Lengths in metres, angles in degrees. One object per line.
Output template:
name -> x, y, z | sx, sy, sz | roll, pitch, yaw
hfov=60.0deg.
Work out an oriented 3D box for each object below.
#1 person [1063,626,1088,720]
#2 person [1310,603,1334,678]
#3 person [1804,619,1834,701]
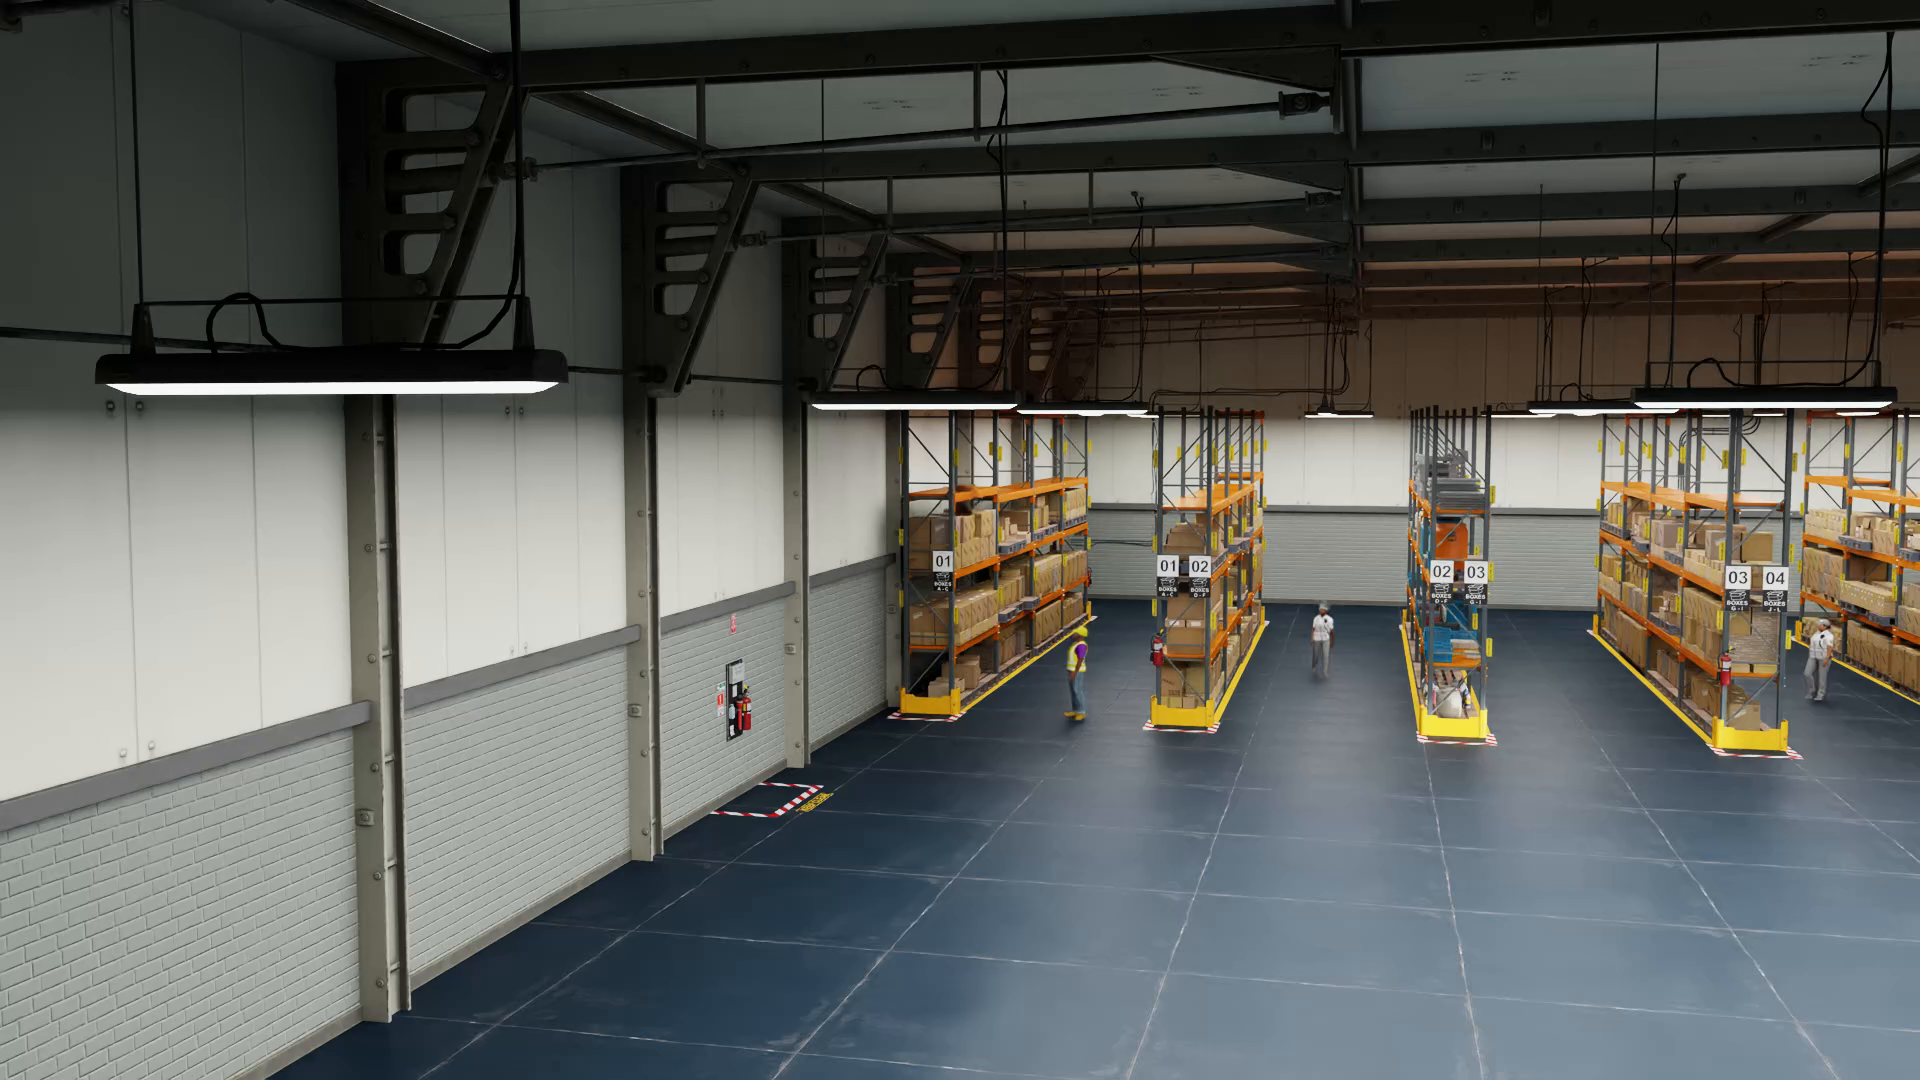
person -> 2.218, 2.557, 32.036 | 0.464, 1.799, 0.599 | -2, 4, -23
person -> 8.075, 2.231, 37.175 | 0.546, 1.641, 0.939 | 0, 4, 4
person -> 17.658, 2.467, 34.142 | 0.426, 1.697, 0.512 | -3, 5, -35
